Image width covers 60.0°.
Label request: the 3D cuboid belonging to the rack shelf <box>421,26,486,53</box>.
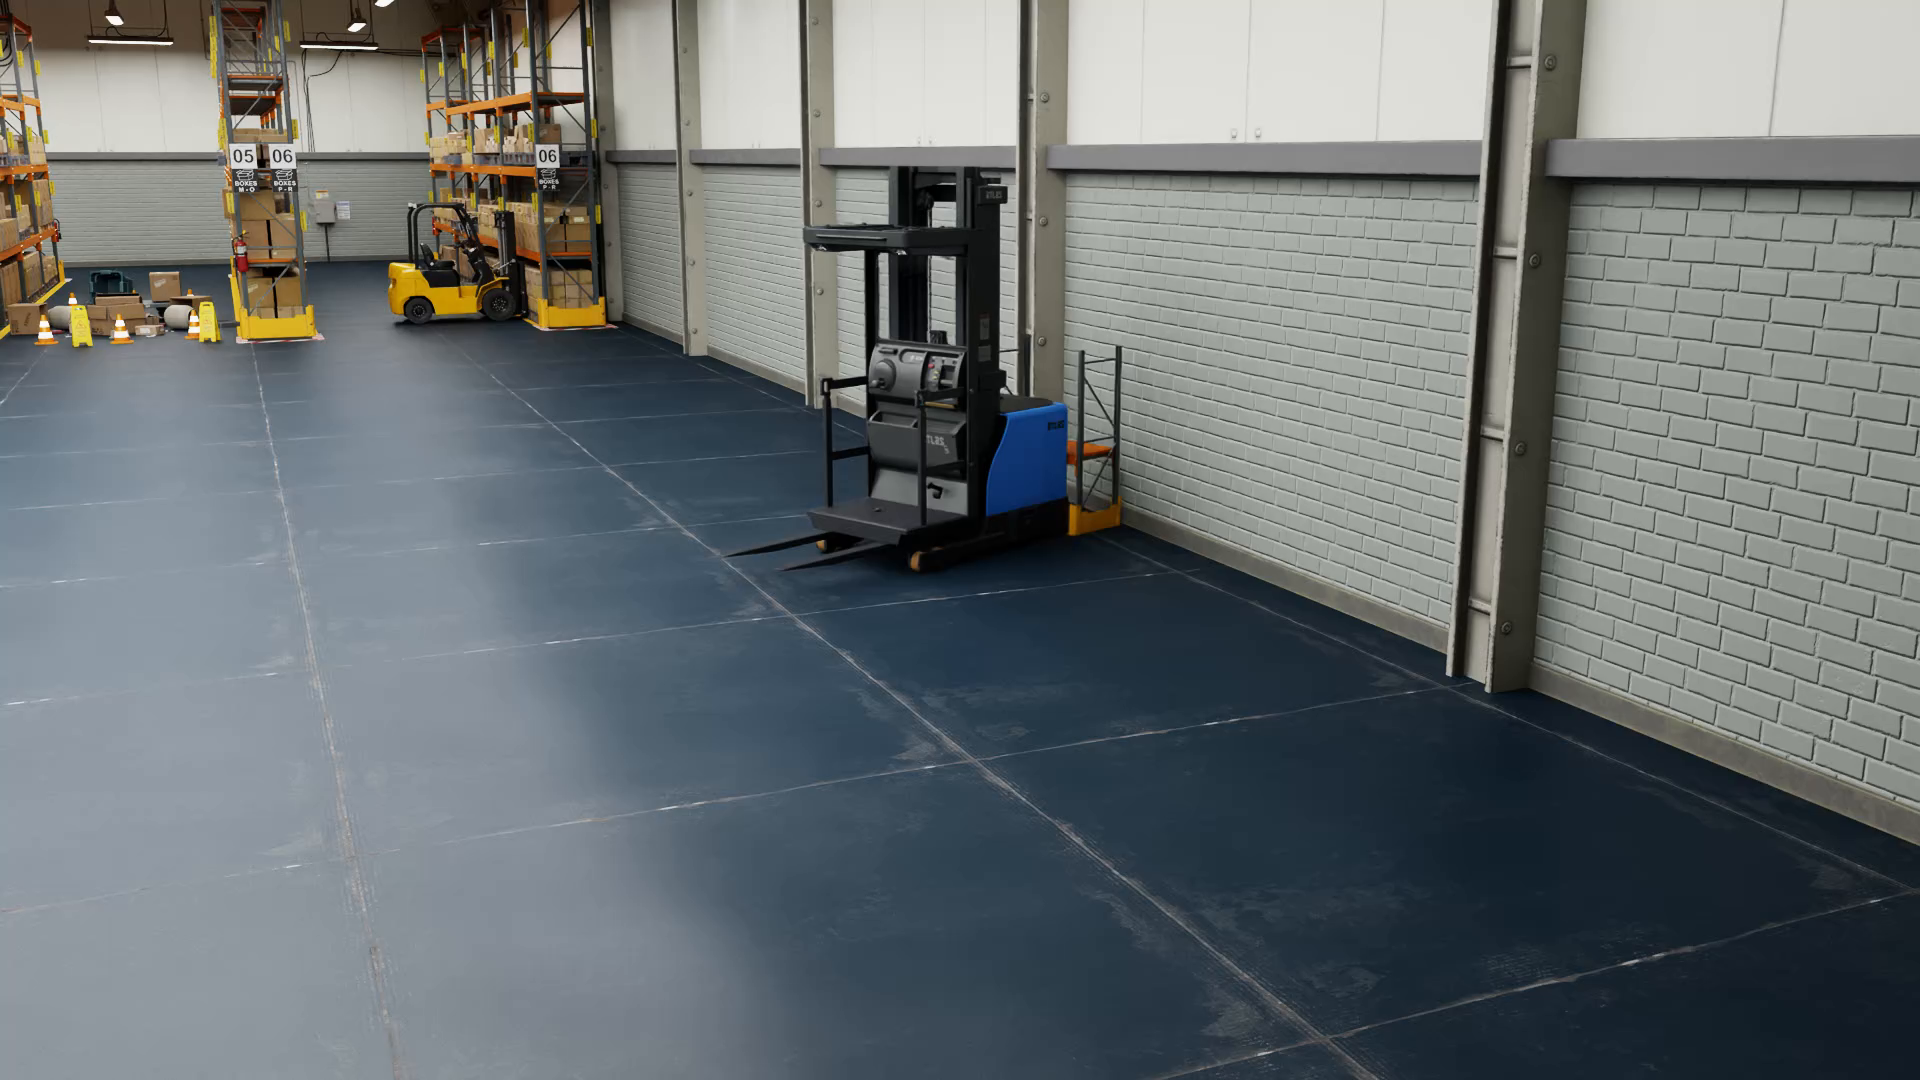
[{"bbox_3d":[-12.656,-12.452,41.438,1.077,0.370,4.000,-6,14,-23],"label":"rack shelf"}]

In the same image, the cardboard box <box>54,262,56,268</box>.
[{"bbox_3d":[-22.026,-6.634,40.112,0.380,0.149,0.250,-6,14,-24],"label":"cardboard box"}]

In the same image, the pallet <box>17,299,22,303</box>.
[{"bbox_3d":[-19.048,-4.575,32.671,1.003,0.211,1.213,-6,14,-23],"label":"pallet"}]

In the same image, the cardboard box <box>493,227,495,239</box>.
[{"bbox_3d":[-9.469,-6.410,34.748,0.500,0.250,0.500,-6,14,-23],"label":"cardboard box"}]

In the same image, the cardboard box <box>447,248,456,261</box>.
[{"bbox_3d":[-12.577,-7.131,42.140,0.700,0.500,0.500,-6,14,-25],"label":"cardboard box"}]

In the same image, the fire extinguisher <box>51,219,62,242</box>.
[{"bbox_3d":[-22.177,-7.631,40.687,0.296,0.674,0.183,-6,14,-23],"label":"fire extinguisher"}]

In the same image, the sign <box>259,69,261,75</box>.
[{"bbox_3d":[-17.501,-11.687,41.661,0.100,0.325,0.005,-6,14,-23],"label":"sign"}]

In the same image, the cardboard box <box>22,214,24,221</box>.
[{"bbox_3d":[-20.025,-6.821,35.154,0.380,0.149,0.250,-6,14,-23],"label":"cardboard box"}]

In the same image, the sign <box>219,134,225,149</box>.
[{"bbox_3d":[-15.311,-8.275,34.497,0.100,0.325,0.005,-6,14,-23],"label":"sign"}]

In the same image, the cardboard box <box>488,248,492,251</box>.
[{"bbox_3d":[-11.040,-6.884,39.637,0.380,0.149,0.250,-5,14,-21],"label":"cardboard box"}]

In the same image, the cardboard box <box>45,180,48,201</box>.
[{"bbox_3d":[-21.885,-8.260,39.310,0.500,0.500,0.500,-6,14,-25],"label":"cardboard box"}]

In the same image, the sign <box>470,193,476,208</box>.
[{"bbox_3d":[-10.746,-7.495,36.710,0.100,0.325,0.005,-6,14,-23],"label":"sign"}]

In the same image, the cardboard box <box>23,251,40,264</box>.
[{"bbox_3d":[-20.367,-6.151,36.244,0.500,0.250,0.500,-6,14,-24],"label":"cardboard box"}]

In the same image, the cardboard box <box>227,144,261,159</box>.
[{"bbox_3d":[-12.047,-6.533,27.967,0.500,0.250,0.500,-6,14,-24],"label":"cardboard box"}]

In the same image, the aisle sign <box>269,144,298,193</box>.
[{"bbox_3d":[-11.286,-6.201,27.743,0.394,0.787,0.004,-6,14,-23],"label":"aisle sign"}]

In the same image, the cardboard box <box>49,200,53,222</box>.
[{"bbox_3d":[-22.083,-7.881,39.886,0.500,0.500,0.500,-5,14,-22],"label":"cardboard box"}]

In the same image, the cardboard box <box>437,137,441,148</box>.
[{"bbox_3d":[-12.896,-10.022,41.933,0.500,0.250,0.500,-5,14,-21],"label":"cardboard box"}]

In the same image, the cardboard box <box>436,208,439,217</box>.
[{"bbox_3d":[-13.320,-8.523,43.217,0.500,0.250,0.500,-5,14,-22],"label":"cardboard box"}]

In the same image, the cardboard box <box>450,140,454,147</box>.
[{"bbox_3d":[-11.775,-9.327,39.110,0.380,0.149,0.250,-6,14,-24],"label":"cardboard box"}]

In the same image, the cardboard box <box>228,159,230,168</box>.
[{"bbox_3d":[-12.650,-6.620,29.223,0.380,0.149,0.250,-6,14,-24],"label":"cardboard box"}]

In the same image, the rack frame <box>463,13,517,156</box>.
[{"bbox_3d":[-10.253,-9.943,36.376,1.000,3.000,0.127,-6,14,-23],"label":"rack frame"}]

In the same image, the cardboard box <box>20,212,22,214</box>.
[{"bbox_3d":[-19.926,-6.912,34.889,0.380,0.149,0.250,-6,14,-24],"label":"cardboard box"}]

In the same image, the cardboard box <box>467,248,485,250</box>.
[{"bbox_3d":[-11.472,-6.839,39.441,0.380,0.149,0.250,-6,14,-23],"label":"cardboard box"}]

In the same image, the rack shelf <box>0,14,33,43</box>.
[{"bbox_3d":[-21.698,-11.535,37.476,1.077,0.370,4.000,-6,14,-23],"label":"rack shelf"}]

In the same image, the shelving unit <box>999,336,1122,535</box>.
[{"bbox_3d":[0.768,-0.899,13.929,0.587,1.500,1.083,-13,18,-43],"label":"shelving unit"}]

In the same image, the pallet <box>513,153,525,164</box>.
[{"bbox_3d":[-7.800,-7.187,31.315,1.003,0.211,1.213,-6,14,-23],"label":"pallet"}]

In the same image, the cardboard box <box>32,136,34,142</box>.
[{"bbox_3d":[-21.274,-9.114,37.784,0.380,0.149,0.250,-5,14,-20],"label":"cardboard box"}]

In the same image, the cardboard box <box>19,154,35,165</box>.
[{"bbox_3d":[-20.840,-8.438,36.855,0.500,0.250,0.500,-5,14,-20],"label":"cardboard box"}]

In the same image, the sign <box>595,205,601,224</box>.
[{"bbox_3d":[-6.537,-5.877,30.016,0.100,0.325,0.005,-6,14,-23],"label":"sign"}]

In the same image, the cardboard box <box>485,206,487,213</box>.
[{"bbox_3d":[-10.044,-7.134,35.883,0.380,0.149,0.250,-5,14,-22],"label":"cardboard box"}]

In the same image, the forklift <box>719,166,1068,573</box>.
[{"bbox_3d":[-0.473,-1.308,12.522,1.130,2.935,3.031,11,17,40],"label":"forklift"}]

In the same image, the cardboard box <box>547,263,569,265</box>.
[{"bbox_3d":[-7.869,-5.253,32.364,0.500,0.250,0.500,-6,14,-23],"label":"cardboard box"}]

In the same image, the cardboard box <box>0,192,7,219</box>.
[{"bbox_3d":[-19.124,-6.546,32.561,0.700,0.500,0.500,-6,14,-23],"label":"cardboard box"}]

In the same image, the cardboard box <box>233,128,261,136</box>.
[{"bbox_3d":[-13.546,-7.690,31.584,0.500,0.250,0.500,-5,14,-22],"label":"cardboard box"}]

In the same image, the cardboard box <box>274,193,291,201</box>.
[{"bbox_3d":[-13.061,-6.589,31.934,0.380,0.149,0.250,-6,14,-23],"label":"cardboard box"}]

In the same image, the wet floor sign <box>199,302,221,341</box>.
[{"bbox_3d":[-12.499,-3.636,27.649,0.267,0.644,0.232,-1,13,-4],"label":"wet floor sign"}]

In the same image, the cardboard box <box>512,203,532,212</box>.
[{"bbox_3d":[-8.488,-6.451,32.271,0.380,0.149,0.250,-5,14,-22],"label":"cardboard box"}]

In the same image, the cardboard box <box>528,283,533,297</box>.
[{"bbox_3d":[-7.721,-4.653,30.882,0.500,0.250,0.500,-6,14,-24],"label":"cardboard box"}]

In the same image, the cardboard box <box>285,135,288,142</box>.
[{"bbox_3d":[-11.709,-6.846,28.433,0.380,0.149,0.250,-6,14,-23],"label":"cardboard box"}]

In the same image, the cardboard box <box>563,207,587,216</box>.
[{"bbox_3d":[-6.987,-5.966,30.176,0.380,0.149,0.250,-6,14,-24],"label":"cardboard box"}]

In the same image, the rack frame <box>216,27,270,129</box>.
[{"bbox_3d":[-16.402,-10.321,38.006,1.000,3.000,0.127,-6,14,-23],"label":"rack frame"}]

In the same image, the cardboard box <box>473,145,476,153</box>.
[{"bbox_3d":[-10.391,-8.522,36.252,0.380,0.166,0.250,-6,14,-23],"label":"cardboard box"}]

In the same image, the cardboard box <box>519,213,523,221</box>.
[{"bbox_3d":[-8.163,-6.148,31.622,0.380,0.149,0.250,-6,14,-24],"label":"cardboard box"}]

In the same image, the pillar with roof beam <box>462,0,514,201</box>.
[{"bbox_3d":[-15.253,-10.606,39.240,9.100,9.000,0.548,-6,14,-23],"label":"pillar with roof beam"}]

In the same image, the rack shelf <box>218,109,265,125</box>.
[{"bbox_3d":[-17.203,-10.189,39.917,1.077,0.370,4.000,-6,14,-23],"label":"rack shelf"}]

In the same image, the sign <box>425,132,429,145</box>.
[{"bbox_3d":[-13.954,-10.512,43.545,0.100,0.325,0.005,-6,14,-23],"label":"sign"}]

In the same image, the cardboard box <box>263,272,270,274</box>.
[{"bbox_3d":[-12.562,-4.504,29.680,0.500,0.500,0.500,-6,14,-24],"label":"cardboard box"}]

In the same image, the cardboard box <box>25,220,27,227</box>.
[{"bbox_3d":[-20.253,-6.791,35.685,0.380,0.149,0.250,-6,15,-26],"label":"cardboard box"}]

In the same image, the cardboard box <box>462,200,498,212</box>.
[{"bbox_3d":[-11.076,-7.596,38.378,0.797,0.503,0.637,-6,14,-24],"label":"cardboard box"}]

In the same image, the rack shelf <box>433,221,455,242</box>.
[{"bbox_3d":[-12.656,-7.910,42.489,1.077,0.370,4.000,-6,14,-23],"label":"rack shelf"}]
